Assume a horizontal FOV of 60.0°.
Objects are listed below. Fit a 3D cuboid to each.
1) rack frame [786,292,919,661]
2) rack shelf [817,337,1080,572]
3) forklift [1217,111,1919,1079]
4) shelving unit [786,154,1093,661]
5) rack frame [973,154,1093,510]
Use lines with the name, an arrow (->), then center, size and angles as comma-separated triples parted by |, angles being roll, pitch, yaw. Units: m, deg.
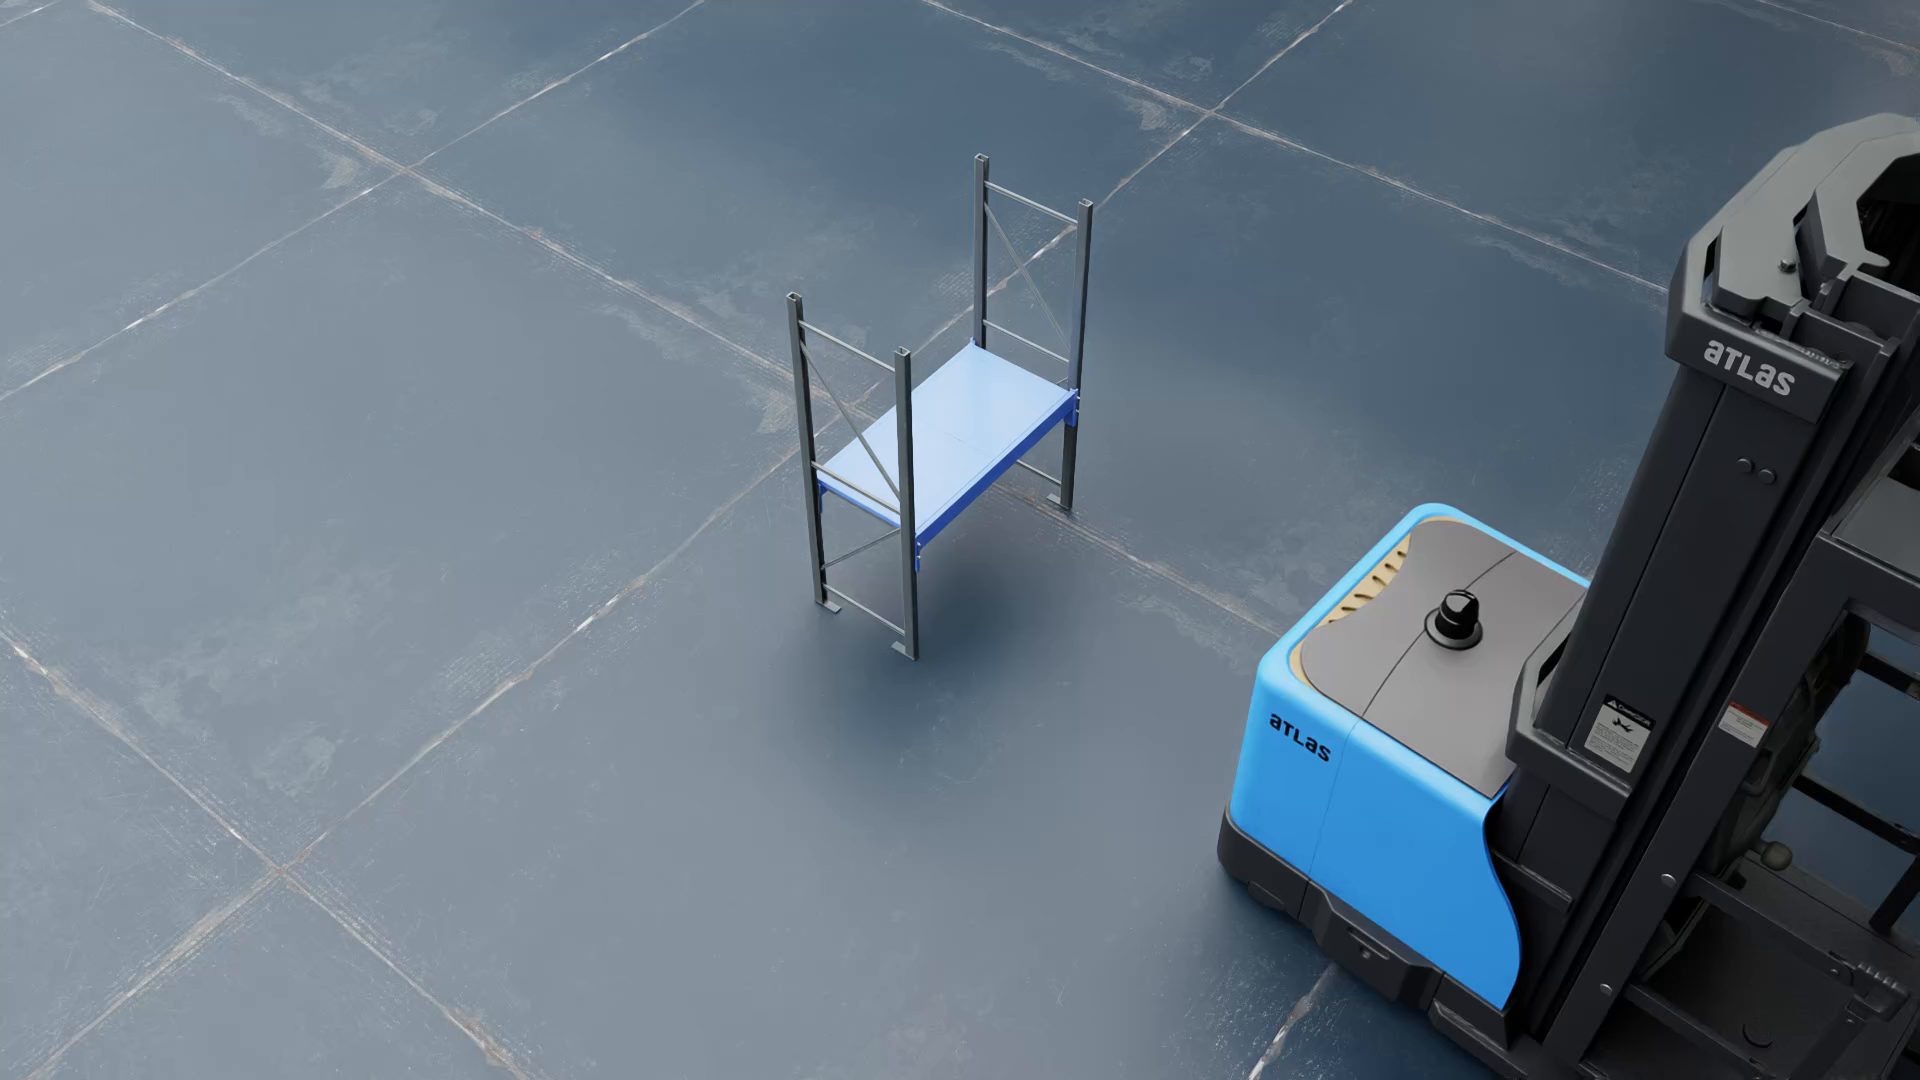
rack frame -> -0.363, -0.178, 5.883 | 0.500, 1.500, 0.032 | 29, 53, 25
rack shelf -> -0.052, -0.345, 6.291 | 0.538, 0.185, 1.000 | 29, 53, 25
forklift -> 2.300, 0.558, 4.190 | 3.031, 2.935, 1.130 | 33, 55, 28
shelving unit -> -0.052, -0.469, 6.161 | 0.538, 1.500, 1.048 | 29, 53, 25
rack frame -> 0.259, -0.760, 6.439 | 0.500, 1.500, 0.032 | 29, 53, 25
